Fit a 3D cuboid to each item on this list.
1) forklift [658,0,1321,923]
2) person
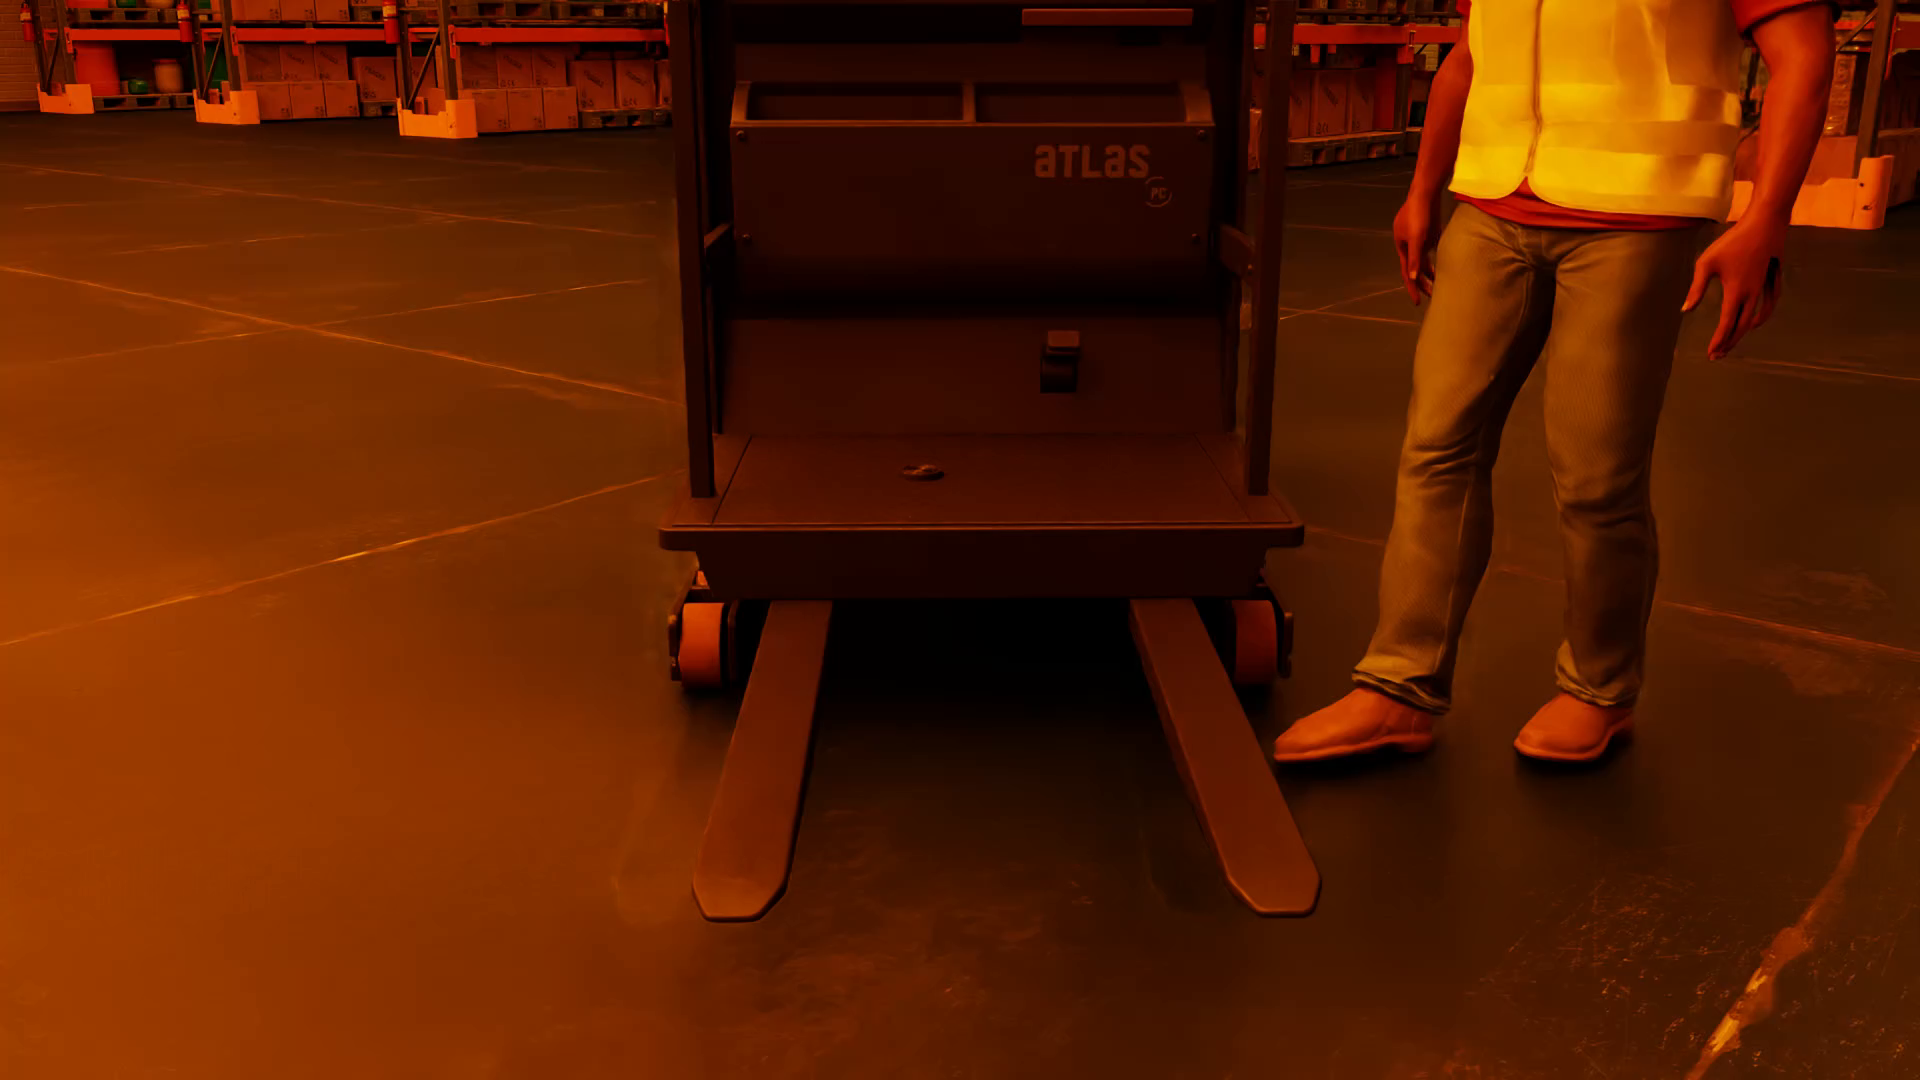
[{"bbox_3d":[0.030,-1.218,2.909,1.130,2.935,3.031,0,17,-1],"label":"forklift"},{"bbox_3d":[0.872,-0.477,2.505,0.649,1.753,0.744,-12,21,-35],"label":"person"}]
